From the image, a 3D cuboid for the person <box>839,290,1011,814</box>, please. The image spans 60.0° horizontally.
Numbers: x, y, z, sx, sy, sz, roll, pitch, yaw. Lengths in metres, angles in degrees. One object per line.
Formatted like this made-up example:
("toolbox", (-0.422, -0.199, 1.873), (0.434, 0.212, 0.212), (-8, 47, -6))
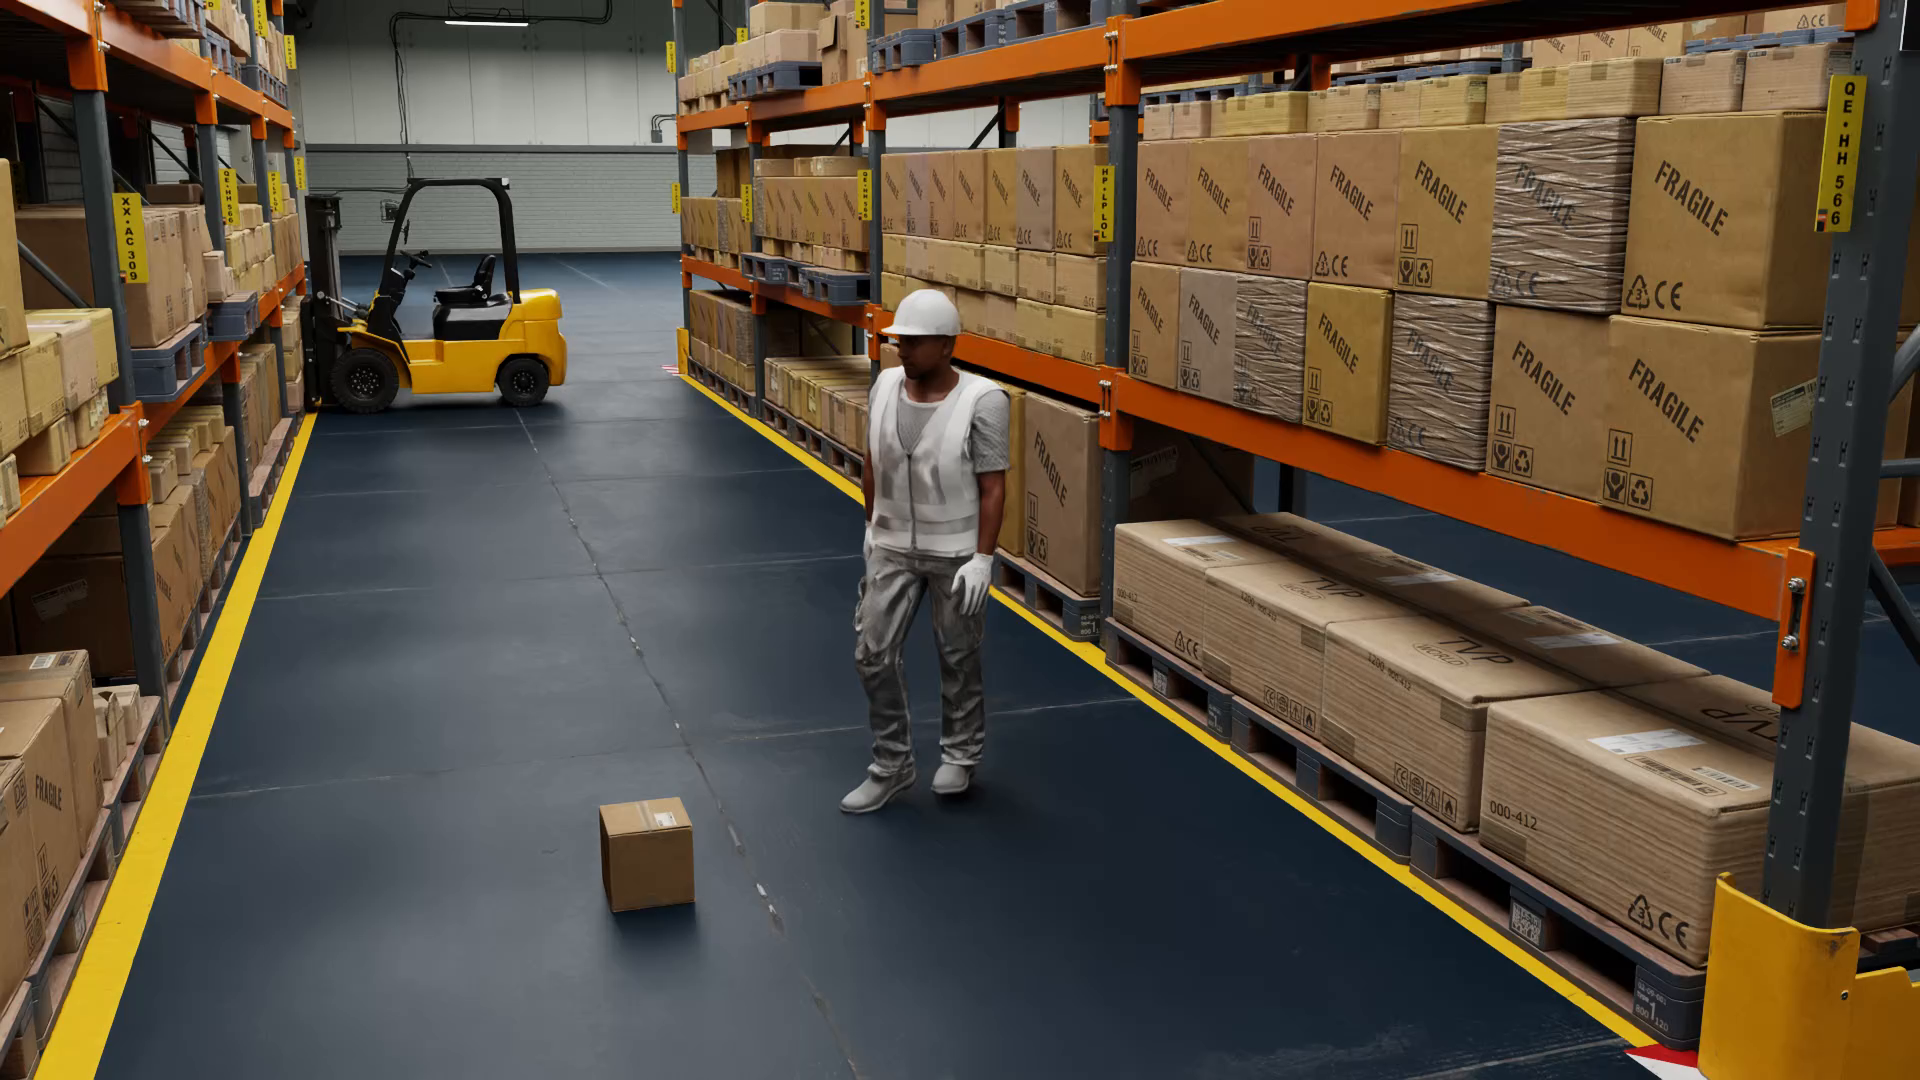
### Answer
("person", (-0.094, 0.049, 5.673), (0.582, 1.803, 0.496), (5, 13, 20))
